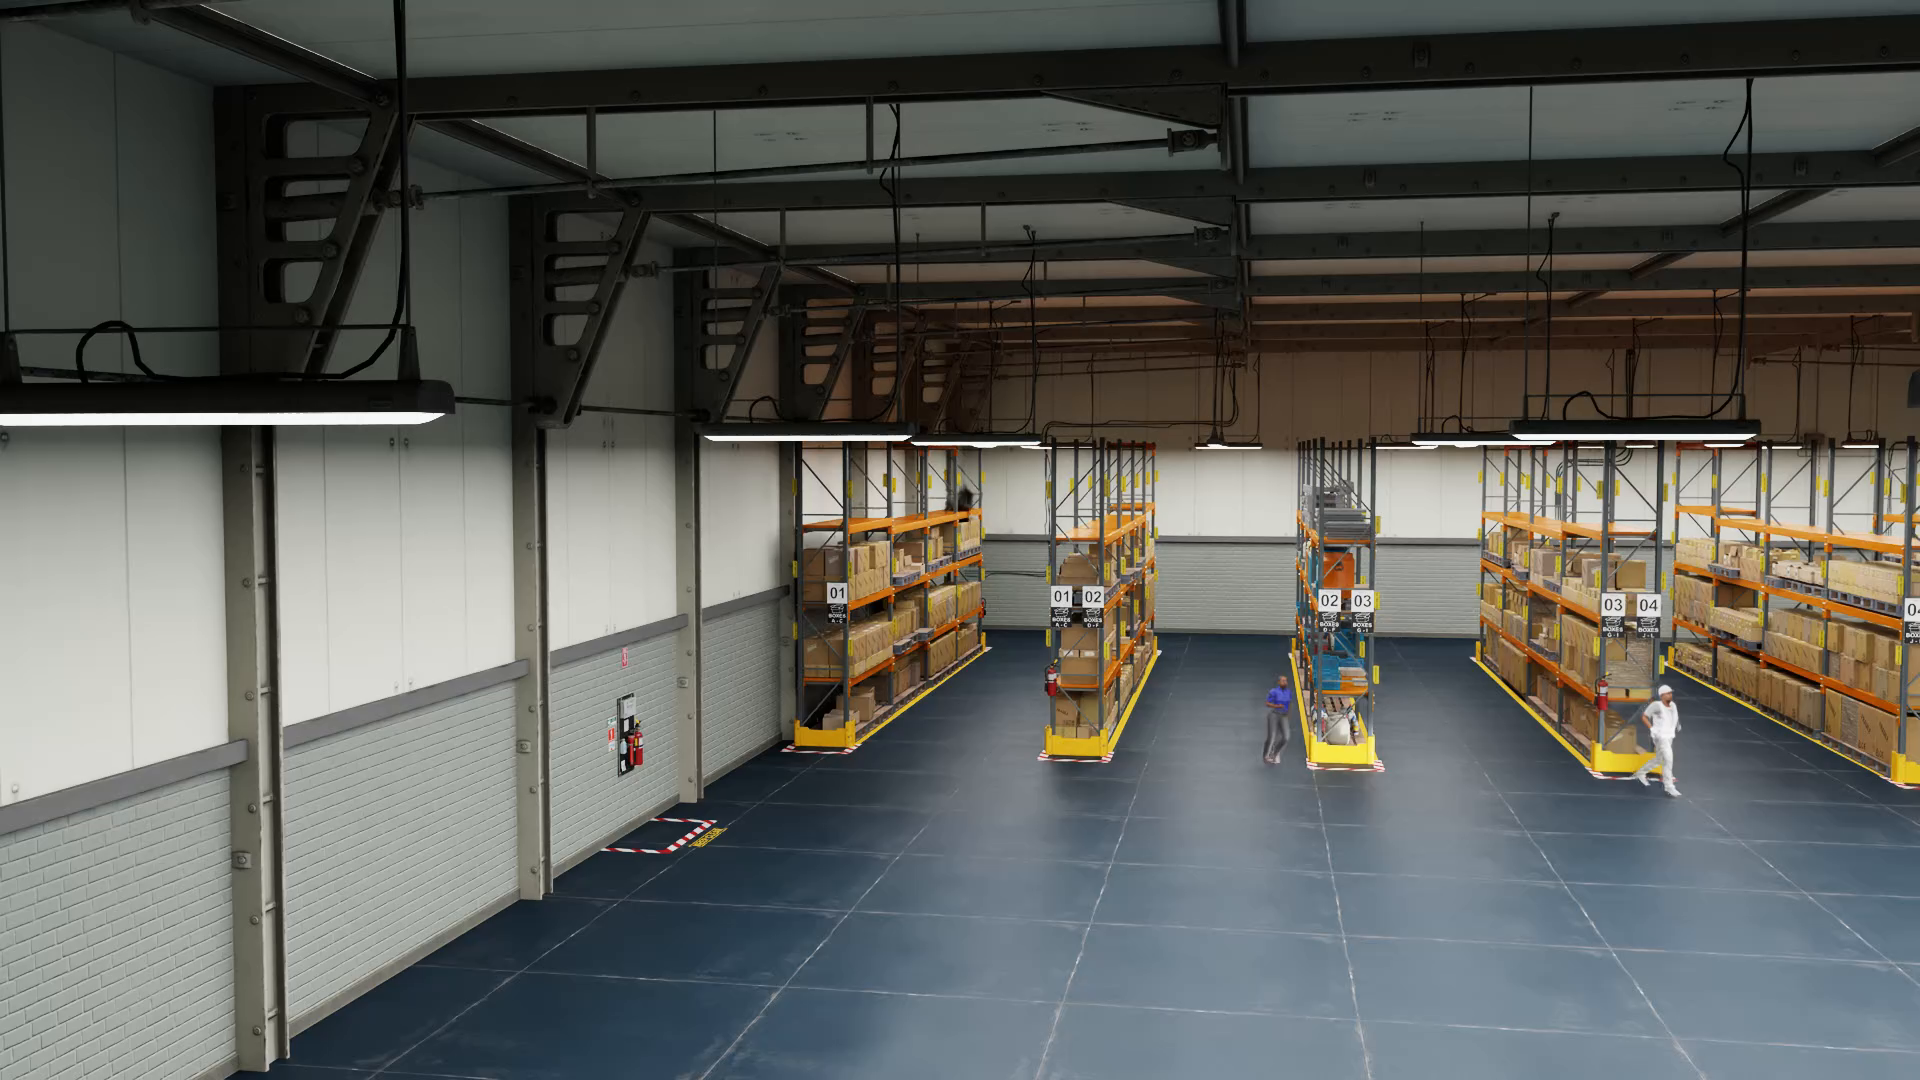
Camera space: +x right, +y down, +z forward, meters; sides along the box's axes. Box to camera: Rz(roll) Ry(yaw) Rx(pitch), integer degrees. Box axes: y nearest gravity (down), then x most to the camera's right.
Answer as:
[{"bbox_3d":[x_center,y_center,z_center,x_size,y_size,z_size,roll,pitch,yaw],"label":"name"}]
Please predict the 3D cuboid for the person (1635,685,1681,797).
[{"bbox_3d":[11.795,3.337,27.971,0.680,1.811,0.890,-2,4,-36],"label":"person"}]

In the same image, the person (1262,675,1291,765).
[{"bbox_3d":[5.876,3.353,30.464,0.582,1.566,0.674,-1,3,-14],"label":"person"}]

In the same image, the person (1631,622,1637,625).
[{"bbox_3d":[17.408,2.603,42.392,0.644,1.833,0.763,1,3,13],"label":"person"}]
